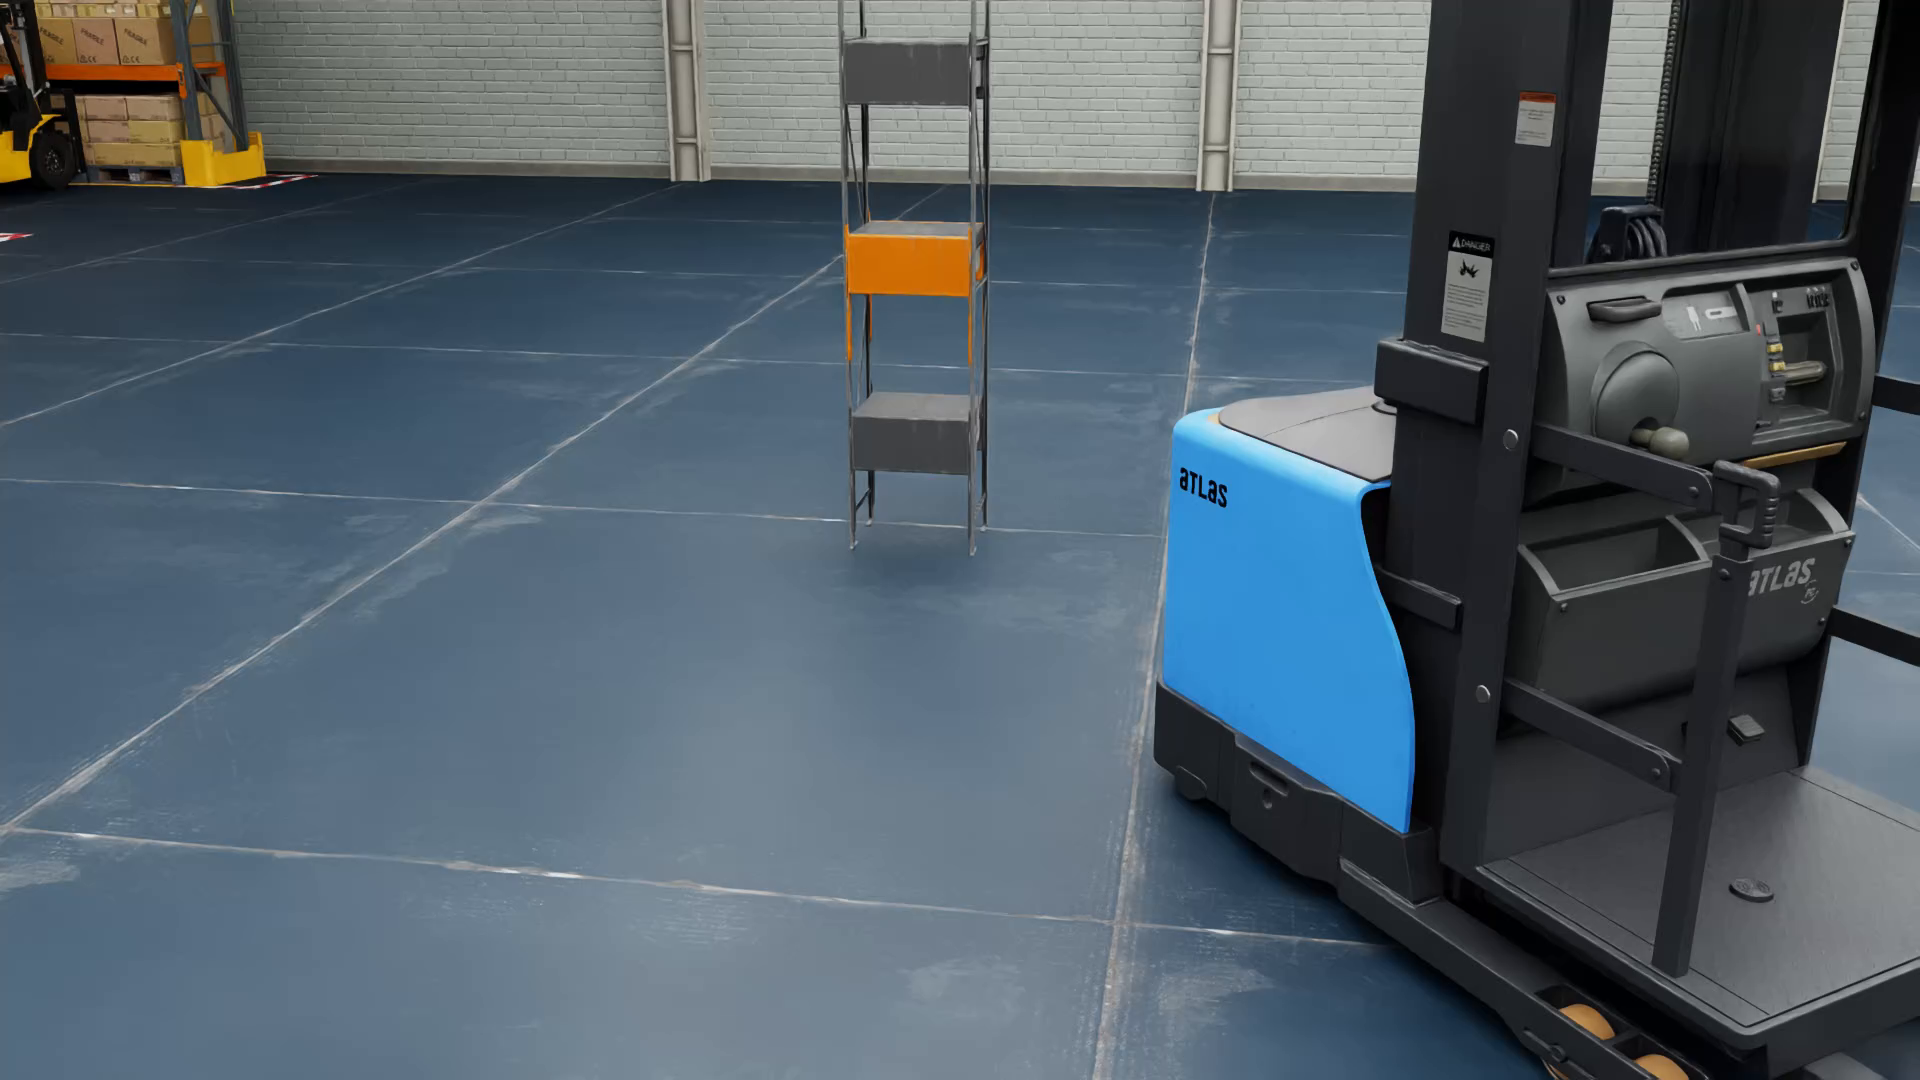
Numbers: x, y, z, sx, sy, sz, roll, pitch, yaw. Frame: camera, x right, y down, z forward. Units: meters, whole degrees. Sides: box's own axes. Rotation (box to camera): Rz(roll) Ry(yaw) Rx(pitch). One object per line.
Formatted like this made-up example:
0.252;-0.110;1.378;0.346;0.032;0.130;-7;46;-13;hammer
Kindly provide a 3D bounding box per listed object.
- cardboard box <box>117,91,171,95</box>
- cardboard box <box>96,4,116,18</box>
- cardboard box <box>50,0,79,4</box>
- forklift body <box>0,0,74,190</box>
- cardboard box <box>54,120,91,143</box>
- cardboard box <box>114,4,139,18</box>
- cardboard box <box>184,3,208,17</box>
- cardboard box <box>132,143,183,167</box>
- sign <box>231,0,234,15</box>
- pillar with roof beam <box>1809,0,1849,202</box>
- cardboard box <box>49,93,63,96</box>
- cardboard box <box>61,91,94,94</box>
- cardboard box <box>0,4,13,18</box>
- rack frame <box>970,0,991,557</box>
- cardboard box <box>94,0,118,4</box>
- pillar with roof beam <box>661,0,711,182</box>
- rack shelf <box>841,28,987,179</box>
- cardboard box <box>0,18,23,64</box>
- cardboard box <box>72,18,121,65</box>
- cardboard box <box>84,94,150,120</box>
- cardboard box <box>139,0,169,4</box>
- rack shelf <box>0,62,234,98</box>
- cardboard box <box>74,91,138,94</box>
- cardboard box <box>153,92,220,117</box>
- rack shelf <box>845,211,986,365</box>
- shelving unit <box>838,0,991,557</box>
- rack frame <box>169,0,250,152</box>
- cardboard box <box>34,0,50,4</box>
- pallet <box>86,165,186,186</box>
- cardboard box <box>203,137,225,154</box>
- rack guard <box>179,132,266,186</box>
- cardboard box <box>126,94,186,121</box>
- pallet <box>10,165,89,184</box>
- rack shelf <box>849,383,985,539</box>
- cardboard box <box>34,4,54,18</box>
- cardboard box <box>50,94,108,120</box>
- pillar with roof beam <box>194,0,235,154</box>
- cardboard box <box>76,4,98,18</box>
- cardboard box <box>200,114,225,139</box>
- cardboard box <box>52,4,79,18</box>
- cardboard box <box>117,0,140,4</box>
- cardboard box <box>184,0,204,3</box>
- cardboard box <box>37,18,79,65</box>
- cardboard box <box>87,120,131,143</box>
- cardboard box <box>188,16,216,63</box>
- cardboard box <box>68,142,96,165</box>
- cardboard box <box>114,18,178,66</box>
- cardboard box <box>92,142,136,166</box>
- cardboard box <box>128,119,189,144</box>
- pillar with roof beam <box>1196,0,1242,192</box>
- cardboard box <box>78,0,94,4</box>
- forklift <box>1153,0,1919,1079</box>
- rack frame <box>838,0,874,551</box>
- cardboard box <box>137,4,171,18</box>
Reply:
-9.433;-5.056;19.282;0.500;0.250;0.500;3;19;9;cardboard box
-9.385;-5.900;18.528;0.250;0.149;0.380;3;19;10;cardboard box
-9.902;-6.049;18.505;0.250;0.149;0.380;3;19;10;cardboard box
-10.656;-4.701;17.462;1.214;2.155;2.313;3;19;9;forklift body
-10.031;-4.686;18.965;0.500;0.250;0.500;2;19;7;cardboard box
-9.138;-5.867;18.432;0.250;0.149;0.380;3;19;10;cardboard box
-8.788;-6.033;18.925;0.250;0.149;0.380;2;19;7;cardboard box
-9.009;-4.399;18.895;0.500;0.250;0.500;3;19;9;cardboard box
-8.401;-6.201;19.119;0.005;0.325;0.100;3;19;9;sign
8.050;-6.487;12.009;0.400;9.000;9.100;3;19;9;pillar with roof beam
-10.503;-4.948;18.960;0.500;0.250;0.500;3;19;8;cardboard box
-10.430;-5.113;19.451;0.500;0.250;0.500;3;19;8;cardboard box
-10.647;-5.953;18.688;0.250;0.149;0.380;3;19;8;cardboard box
0.077;-0.992;6.458;0.015;2.100;0.400;3;19;9;rack frame
-9.393;-6.035;18.463;0.250;0.149;0.380;3;19;10;cardboard box
-3.798;-7.091;13.814;0.400;9.000;9.100;3;19;9;pillar with roof beam
-0.163;-1.655;6.277;0.480;0.518;0.431;3;19;9;rack shelf
-10.537;-5.646;18.791;0.500;0.500;0.500;3;19;9;cardboard box
-9.533;-5.598;18.649;0.500;0.500;0.500;4;19;10;cardboard box
-9.504;-4.898;18.810;0.500;0.250;0.500;3;19;10;cardboard box
-8.882;-6.027;18.441;0.250;0.149;0.380;3;19;9;cardboard box
-10.469;-5.339;19.165;4.000;0.370;1.077;3;19;9;rack shelf
-9.925;-5.085;19.368;0.500;0.250;0.500;3;19;8;cardboard box
-8.939;-5.032;19.211;0.500;0.250;0.500;3;19;8;cardboard box
-0.163;-0.991;6.499;0.480;0.518;0.431;3;19;9;rack shelf
-0.163;-1.004;6.495;0.503;2.100;0.431;3;19;9;shelving unit
-8.495;-5.579;18.750;0.127;3.000;1.000;3;19;9;rack frame
-10.158;-6.060;18.539;0.250;0.149;0.380;3;19;10;cardboard box
-9.256;-4.282;19.268;1.213;0.211;1.003;3;19;9;pallet
-8.949;-4.560;19.377;0.500;0.250;0.500;3;19;9;cardboard box
-8.471;-4.393;19.143;0.348;0.500;1.175;3;19;9;rack guard
-8.999;-4.874;18.738;0.500;0.250;0.500;4;19;10;cardboard box
-10.457;-4.344;19.454;1.213;0.211;1.003;3;19;9;pallet
-0.163;-0.327;6.721;0.480;0.518;0.431;3;19;9;rack shelf
-10.152;-5.921;18.591;0.250;0.149;0.380;3;19;9;cardboard box
-10.004;-4.920;18.876;0.500;0.250;0.500;3;19;9;cardboard box
-9.722;-7.393;14.716;0.400;9.000;9.100;3;19;9;pillar with roof beam
-9.628;-5.916;18.576;0.250;0.149;0.380;3;19;8;cardboard box
-8.926;-4.800;19.306;0.500;0.250;0.500;3;19;10;cardboard box
-9.899;-5.914;18.572;0.250;0.149;0.380;2;19;7;cardboard box
-9.130;-6.030;18.449;0.250;0.149;0.380;3;19;9;cardboard box
-8.792;-6.159;18.835;0.250;0.149;0.380;3;19;8;cardboard box
-10.039;-5.624;18.726;0.500;0.500;0.500;3;19;8;cardboard box
-9.518;-4.667;18.907;0.500;0.250;0.500;3;19;8;cardboard box
-8.940;-5.739;19.069;0.500;0.500;0.500;4;19;10;cardboard box
-9.991;-4.455;19.062;0.500;0.250;0.500;3;19;9;cardboard box
-9.022;-5.569;18.562;0.500;0.500;0.500;3;19;7;cardboard box
-9.498;-4.427;18.978;0.500;0.250;0.500;3;19;9;cardboard box
-9.025;-4.638;18.821;0.500;0.250;0.500;3;19;8;cardboard box
2.126;-6.789;12.911;0.400;9.000;9.100;3;19;9;pillar with roof beam
-9.627;-6.070;18.570;0.250;0.149;0.380;3;19;9;cardboard box
1.678;-0.368;3.285;1.130;2.935;3.031;-9;21;-26;forklift
-0.404;-1.016;6.532;0.015;2.100;0.400;3;19;9;rack frame
-8.881;-5.864;18.421;0.250;0.149;0.380;3;19;9;cardboard box
